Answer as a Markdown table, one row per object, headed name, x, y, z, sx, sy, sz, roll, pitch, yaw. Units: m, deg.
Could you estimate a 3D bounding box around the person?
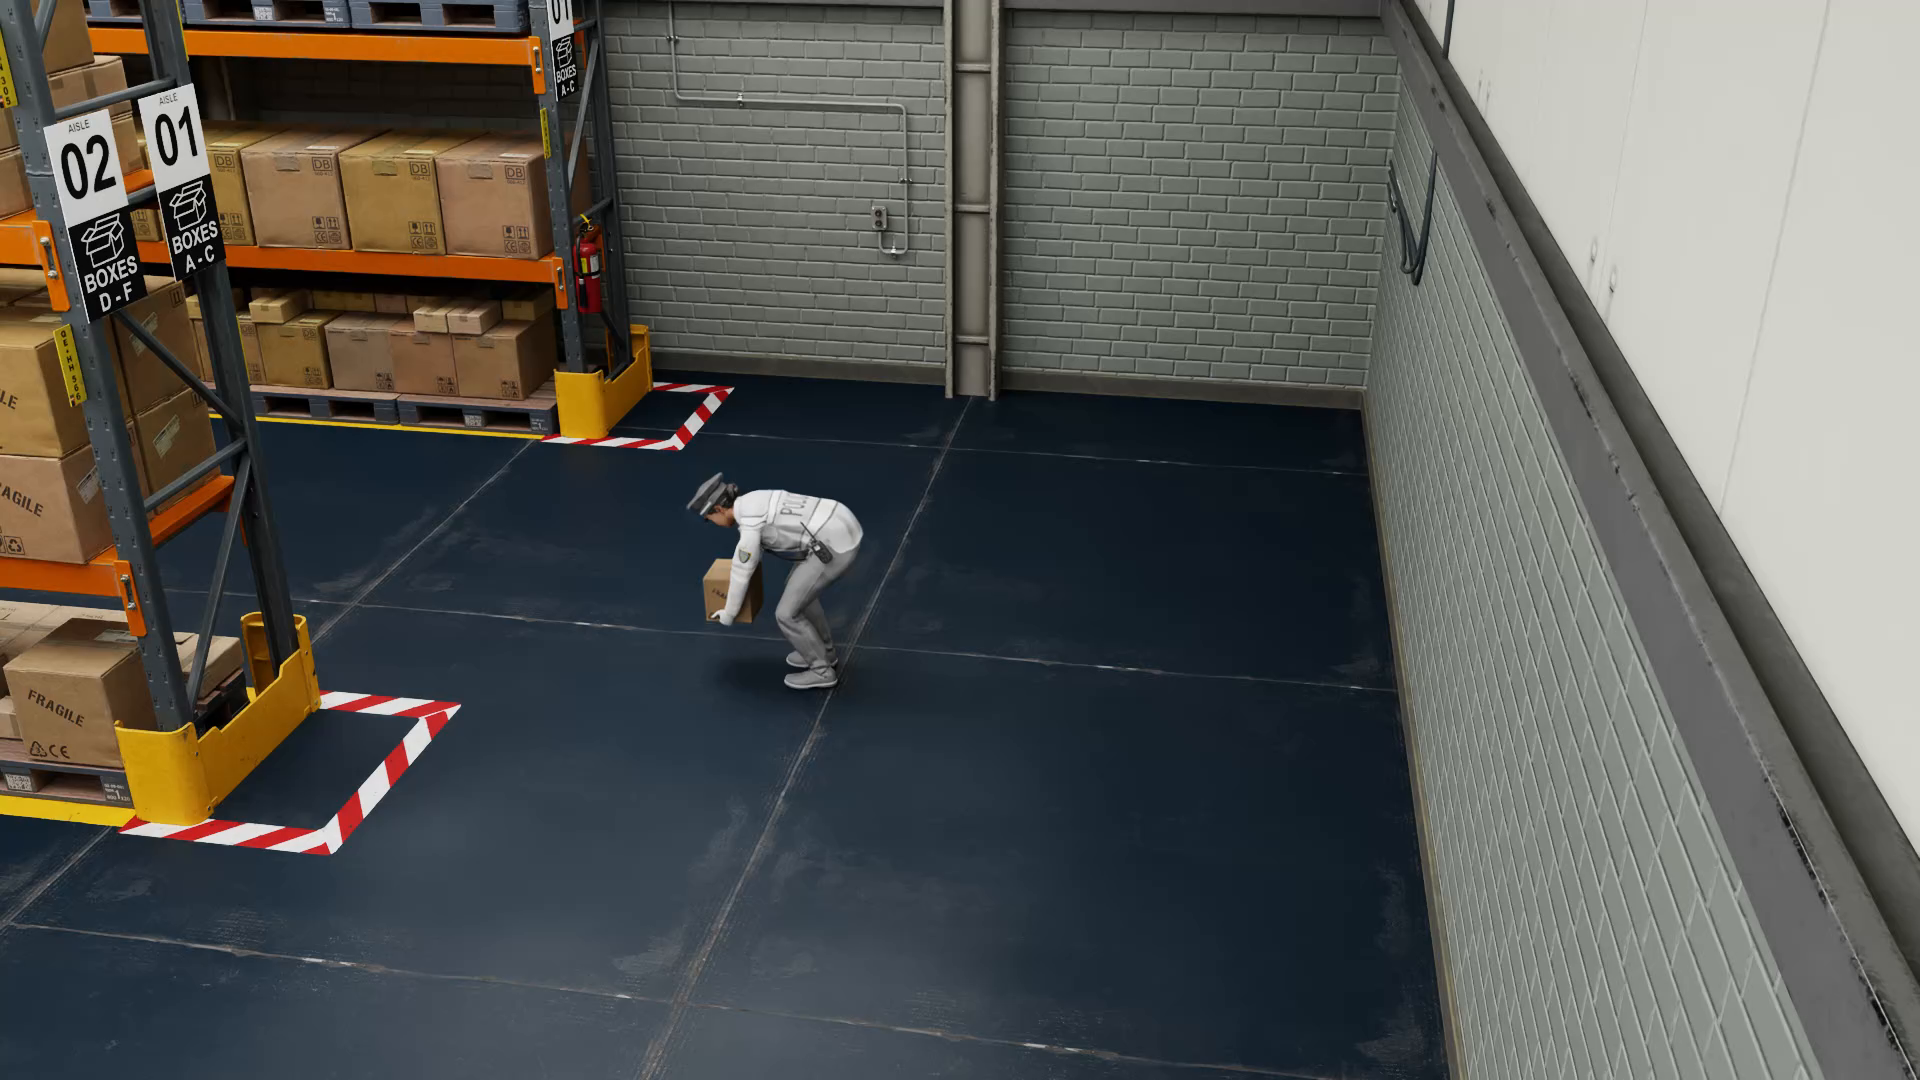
| name | x | y | z | sx | sy | sz | roll | pitch | yaw |
| --- | --- | --- | --- | --- | --- | --- | --- | --- | --- |
| person | -0.967 | 0.201 | 8.791 | 0.915 | 1.148 | 0.434 | 3 | 25 | 6 |
